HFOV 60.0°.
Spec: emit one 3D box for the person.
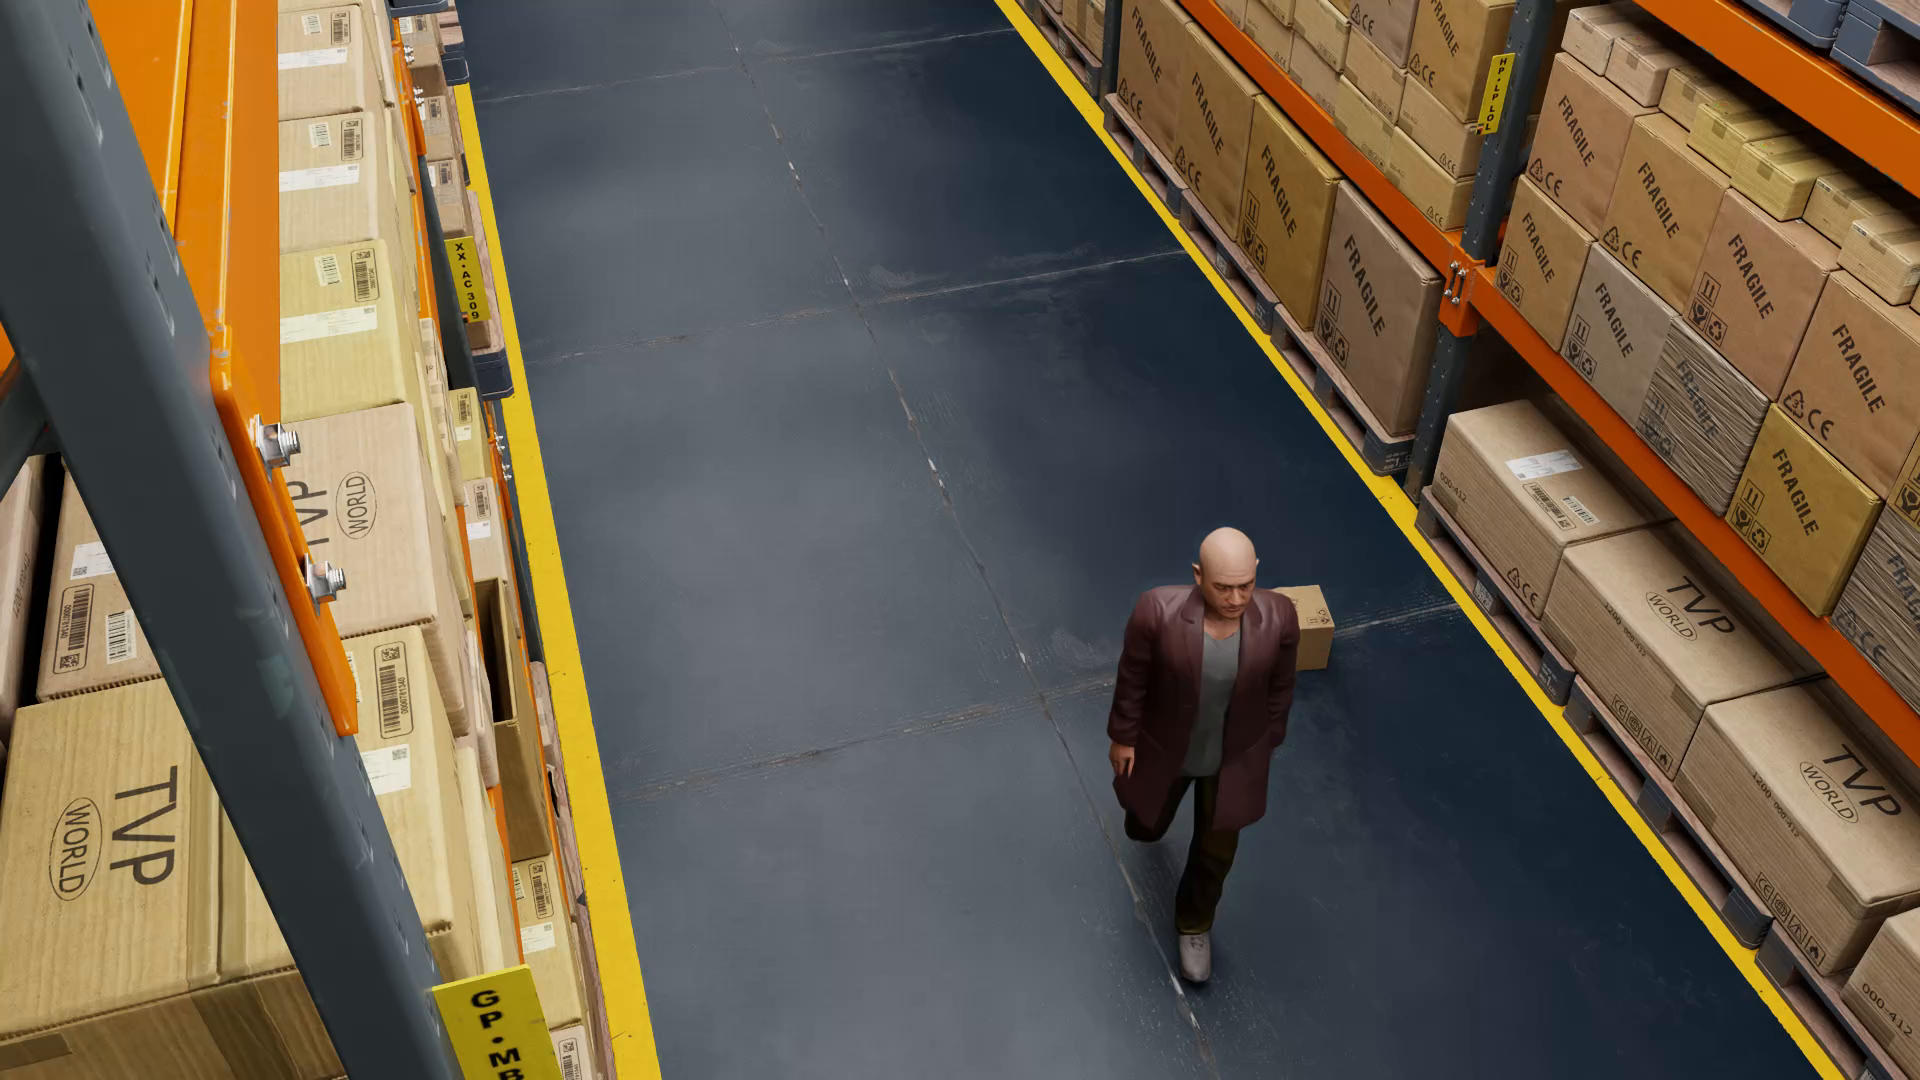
[{"bbox_3d":[0.775,0.619,5.466,0.590,1.758,0.832,3,42,3],"label":"person"}]
